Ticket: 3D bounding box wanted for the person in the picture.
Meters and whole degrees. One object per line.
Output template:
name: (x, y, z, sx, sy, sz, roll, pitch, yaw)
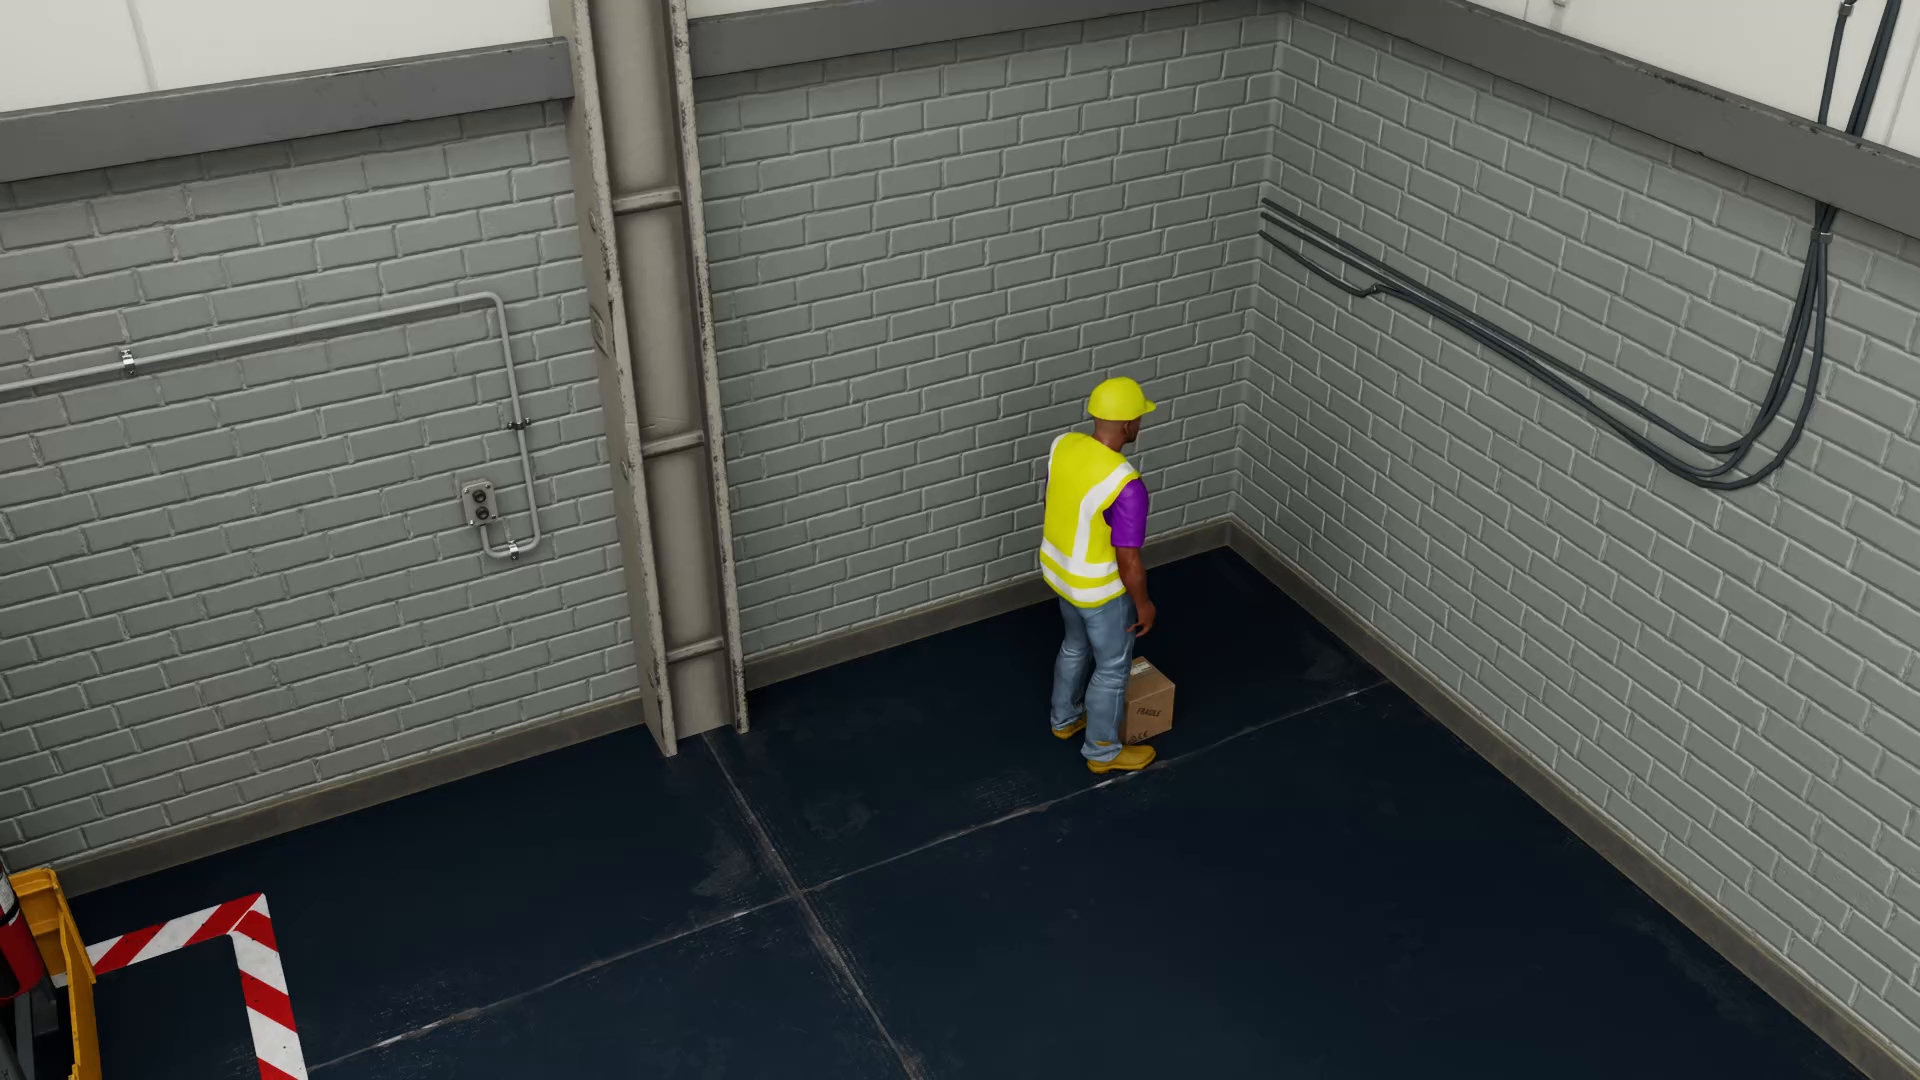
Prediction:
person: (0.581, 0.142, 6.902, 0.458, 1.761, 0.638, -17, 37, -25)
